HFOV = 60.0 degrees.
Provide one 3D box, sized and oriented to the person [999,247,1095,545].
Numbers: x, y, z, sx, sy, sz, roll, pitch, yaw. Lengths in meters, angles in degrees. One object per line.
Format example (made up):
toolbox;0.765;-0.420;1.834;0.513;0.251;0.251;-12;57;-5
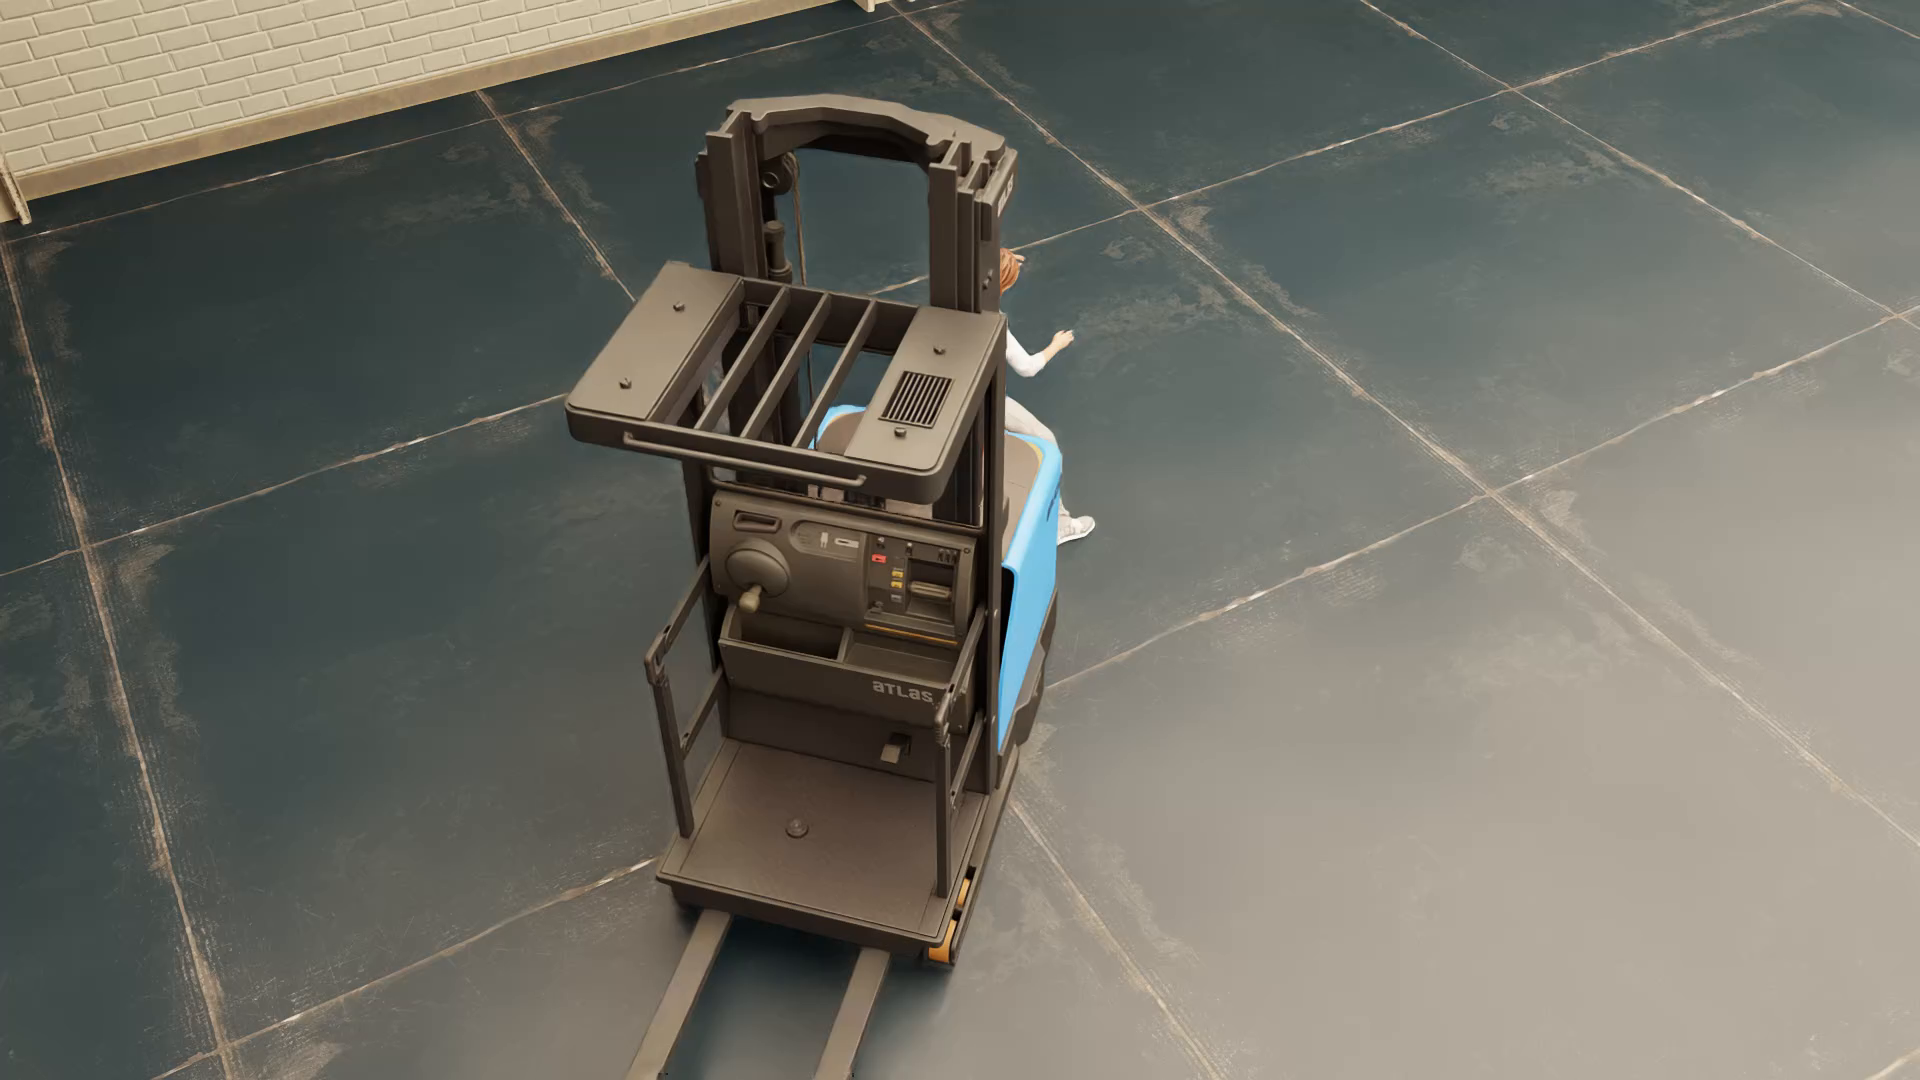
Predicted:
person;0.182;-0.783;7.690;0.601;1.368;1.069;-16;45;-16

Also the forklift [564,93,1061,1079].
forklift;-0.462;0.188;5.495;1.130;2.935;3.031;11;44;11
